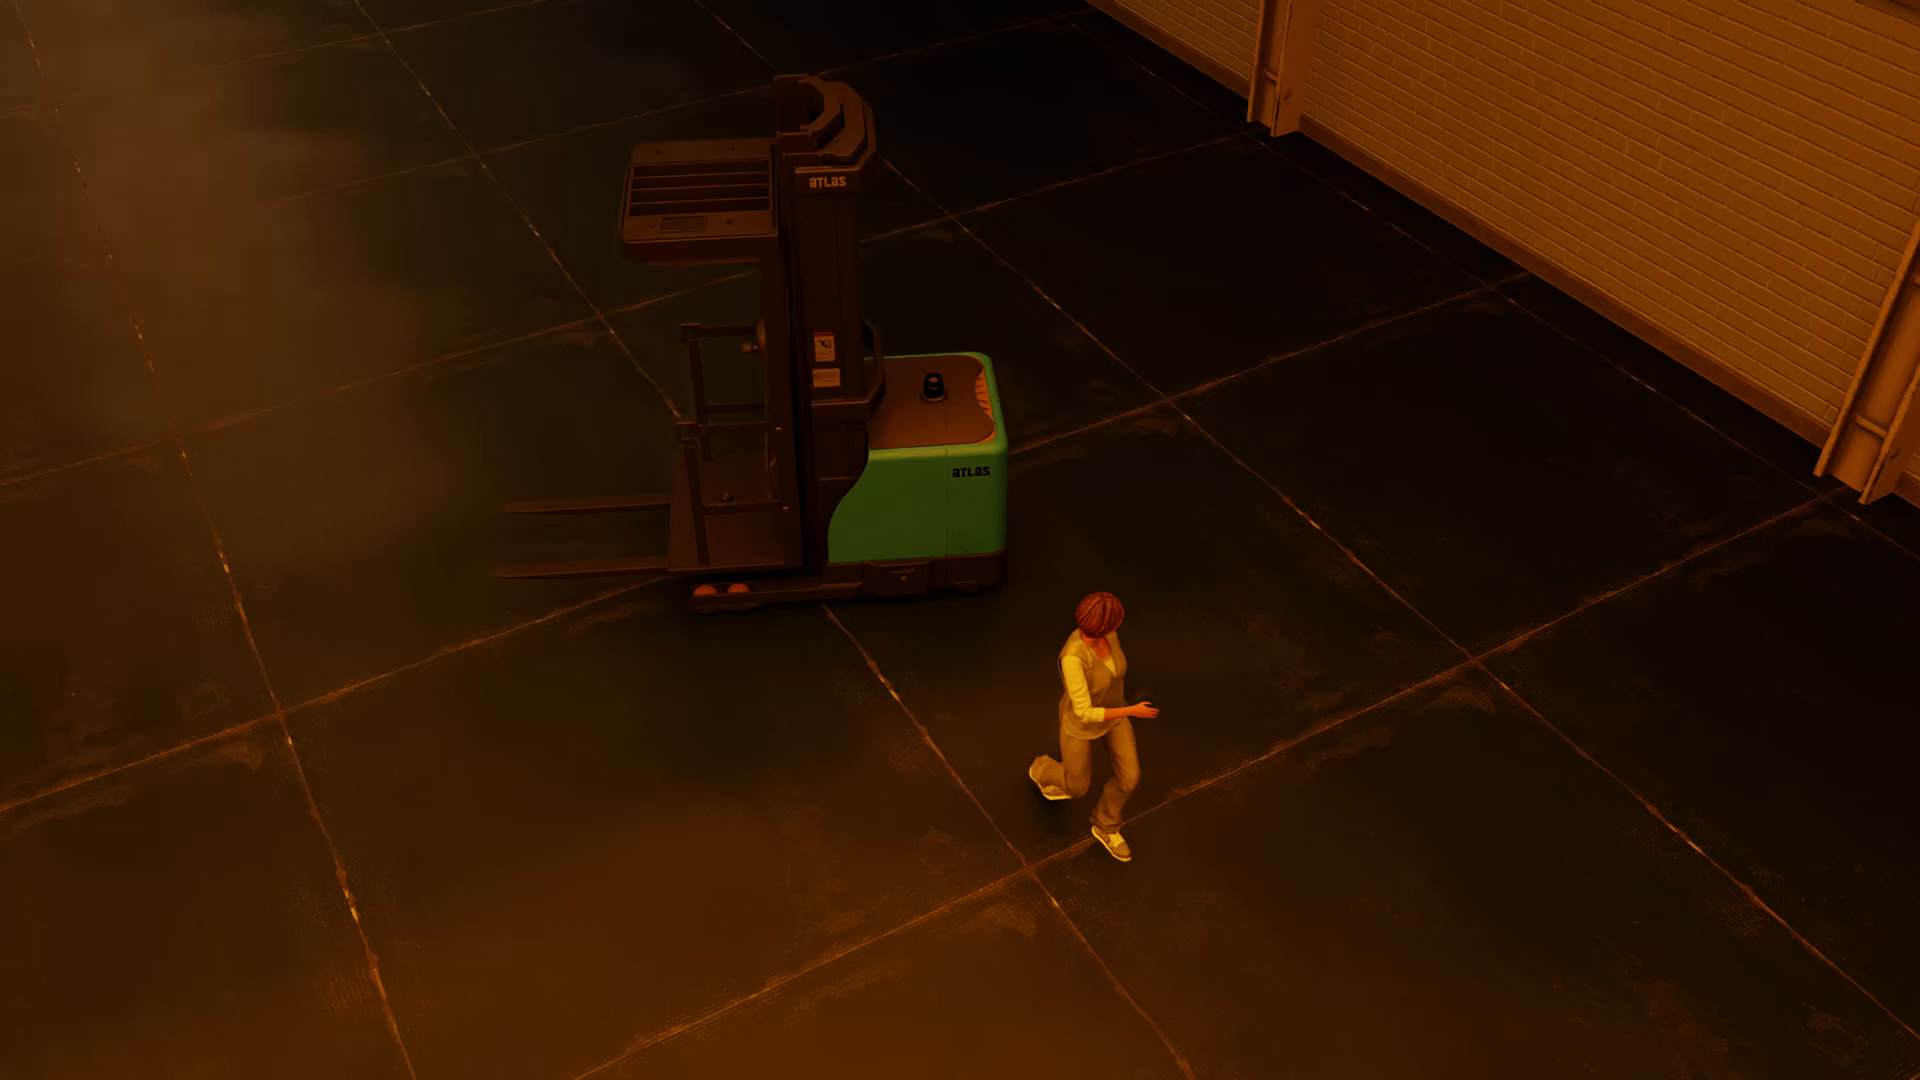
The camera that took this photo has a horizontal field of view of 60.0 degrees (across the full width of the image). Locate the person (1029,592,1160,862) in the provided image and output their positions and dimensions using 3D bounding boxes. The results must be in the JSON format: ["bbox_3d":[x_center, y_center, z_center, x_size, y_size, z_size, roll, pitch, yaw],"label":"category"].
[{"bbox_3d":[0.652,0.855,8.132,0.465,1.520,0.720,-24,45,-26],"label":"person"}]

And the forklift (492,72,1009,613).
[{"bbox_3d":[-1.263,-1.050,9.302,3.031,2.935,1.130,-4,40,-4],"label":"forklift"}]
